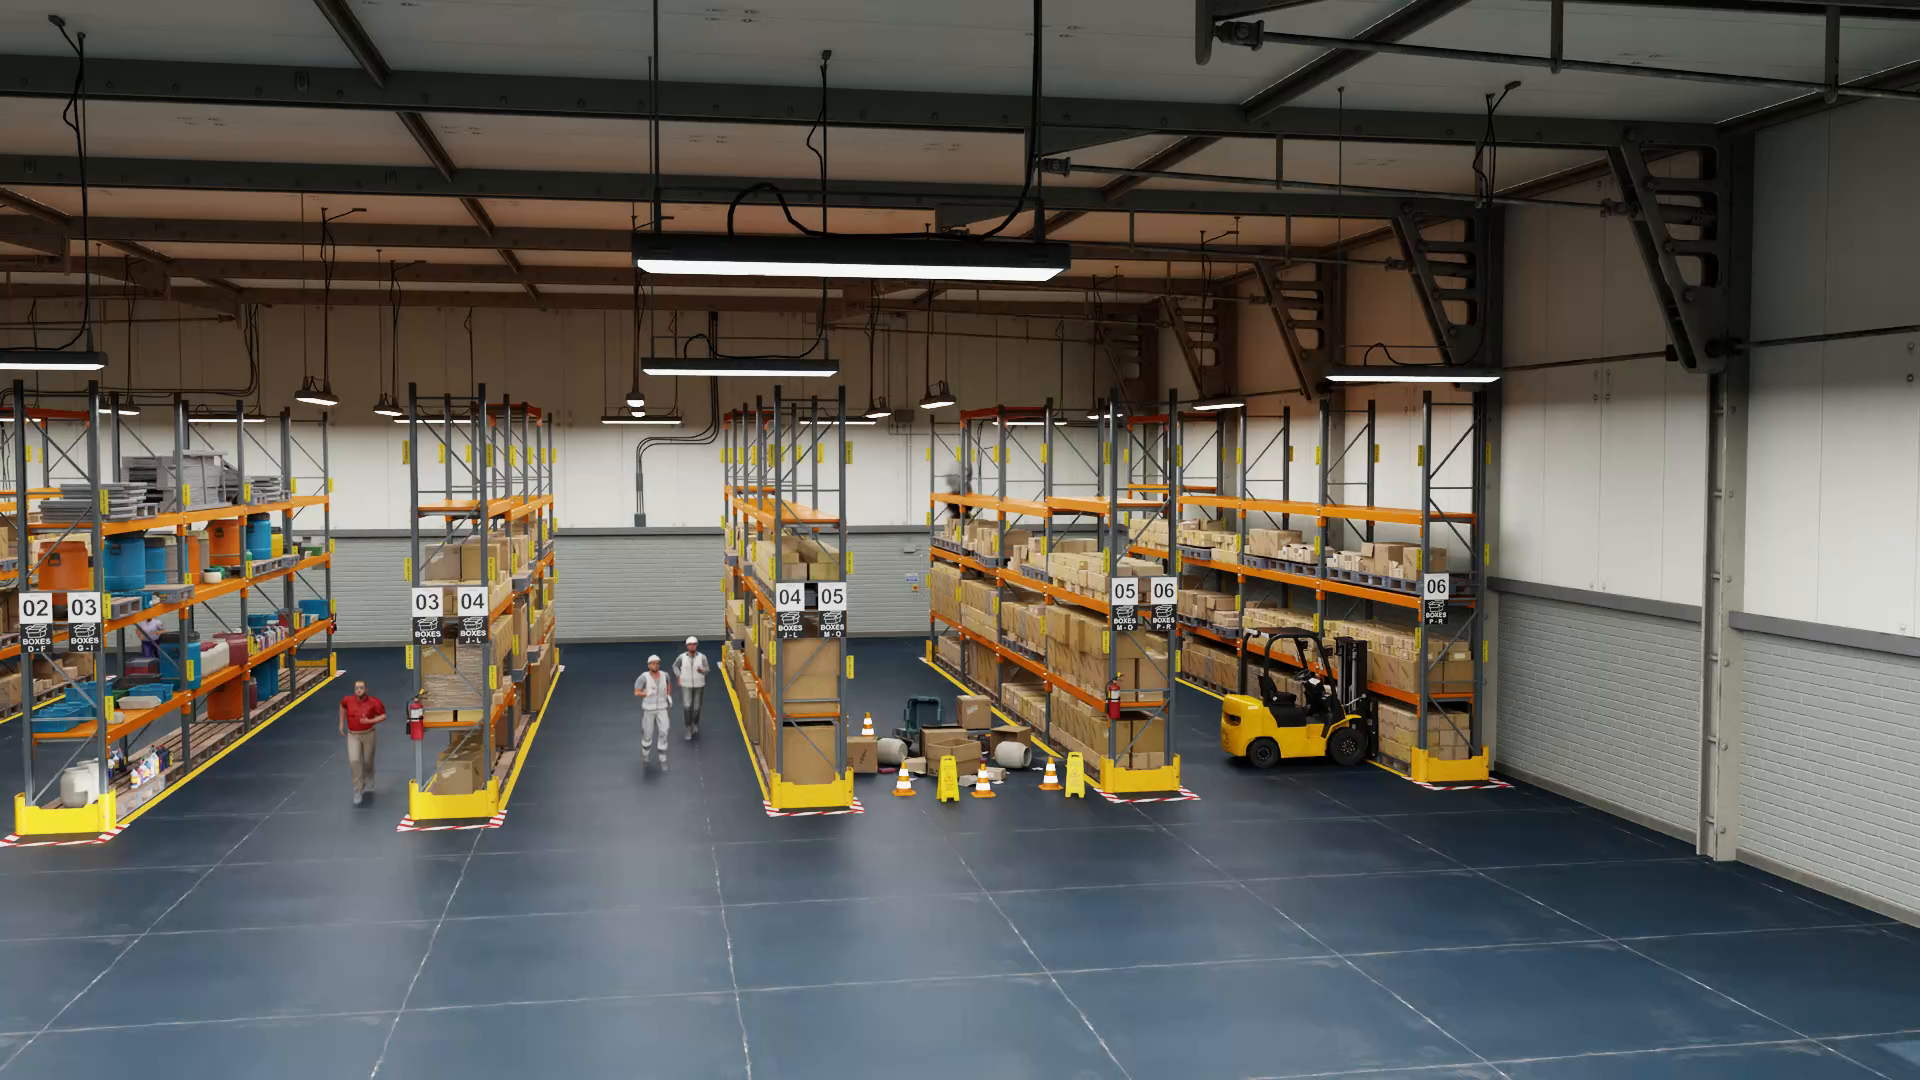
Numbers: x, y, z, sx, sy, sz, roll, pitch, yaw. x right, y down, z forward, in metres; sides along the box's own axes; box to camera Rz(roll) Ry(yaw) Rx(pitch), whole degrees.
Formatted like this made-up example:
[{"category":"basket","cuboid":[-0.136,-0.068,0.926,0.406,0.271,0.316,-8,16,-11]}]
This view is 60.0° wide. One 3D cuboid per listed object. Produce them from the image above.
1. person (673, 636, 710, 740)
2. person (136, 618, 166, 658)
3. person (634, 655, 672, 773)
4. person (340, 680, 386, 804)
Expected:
[{"category":"person","cuboid":[-4.757,2.628,29.530,0.641,1.834,0.727,-1,3,-14]},{"category":"person","cuboid":[-17.673,2.351,36.332,0.608,1.699,0.790,-1,3,-24]},{"category":"person","cuboid":[-4.900,2.747,26.580,0.662,1.846,0.836,-1,3,-24]},{"category":"person","cuboid":[-8.730,2.921,24.315,0.688,1.781,0.954,0,3,-9]}]
